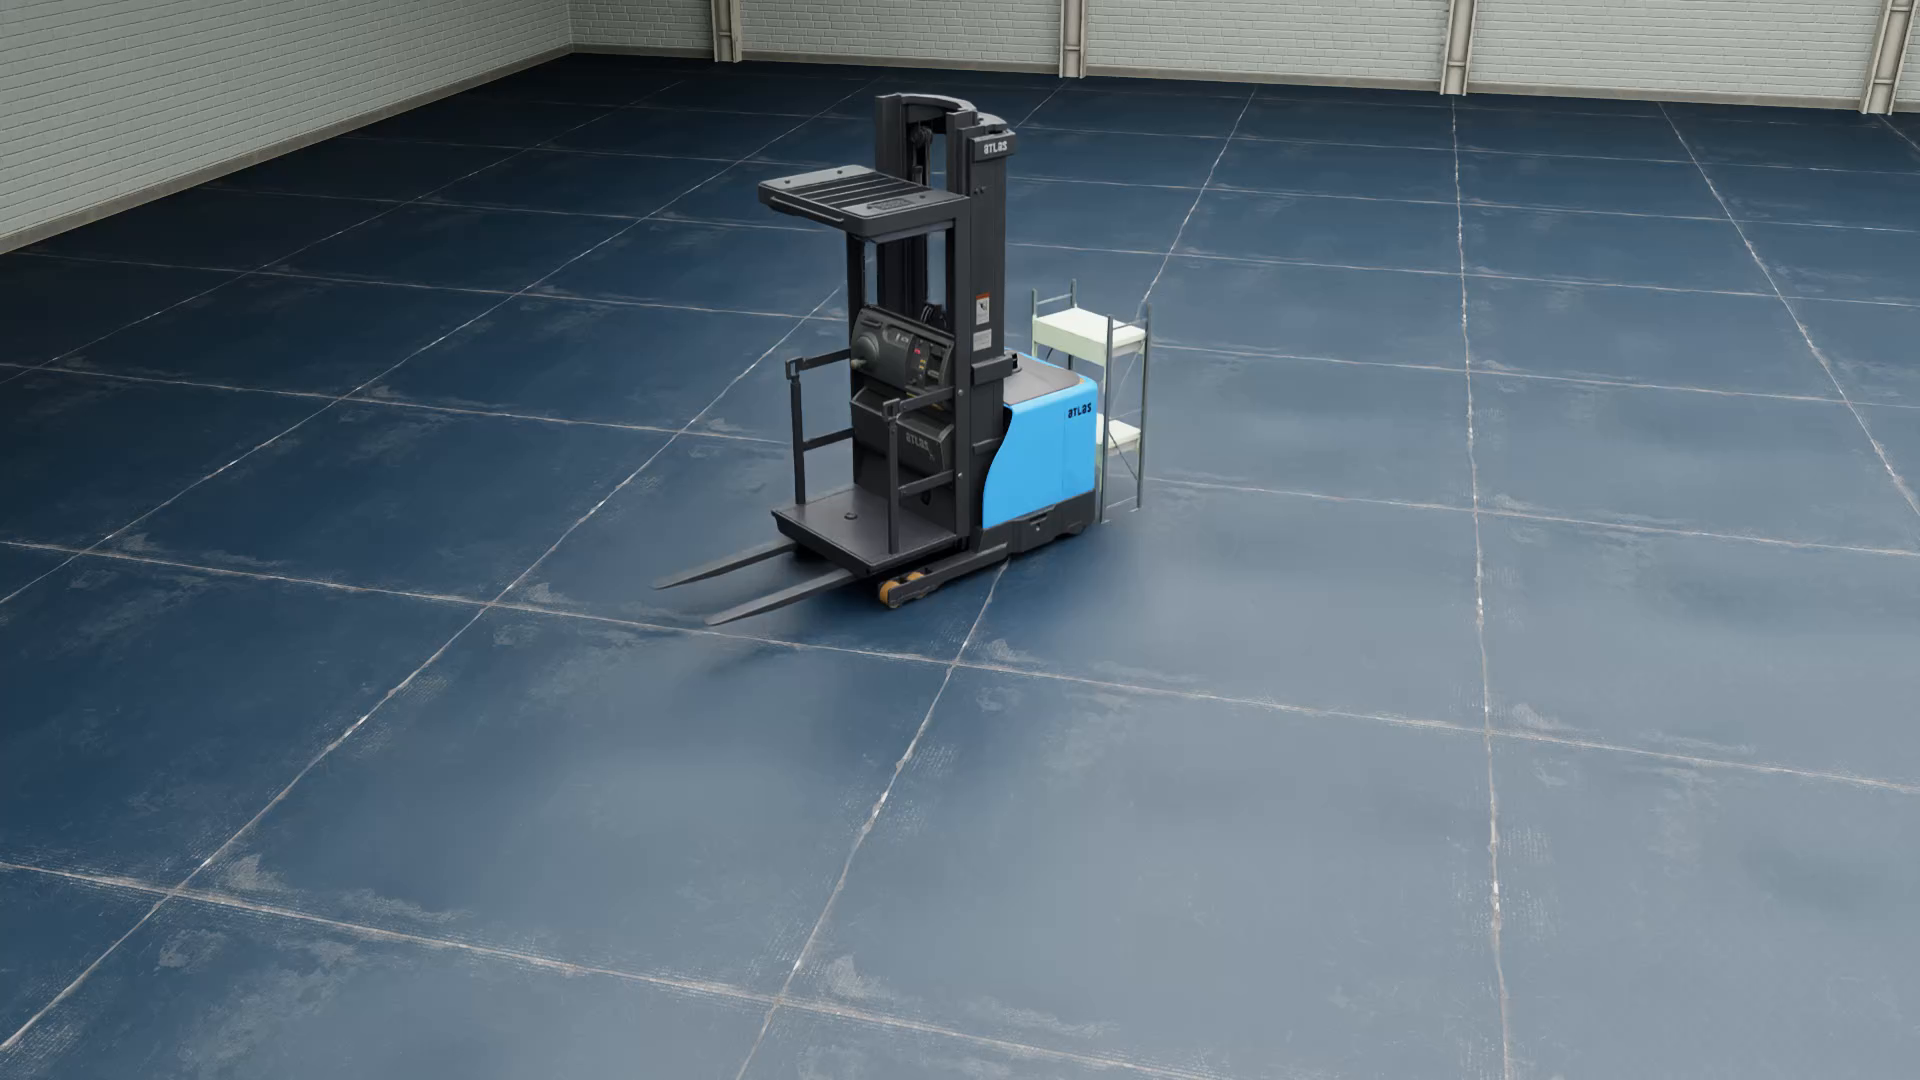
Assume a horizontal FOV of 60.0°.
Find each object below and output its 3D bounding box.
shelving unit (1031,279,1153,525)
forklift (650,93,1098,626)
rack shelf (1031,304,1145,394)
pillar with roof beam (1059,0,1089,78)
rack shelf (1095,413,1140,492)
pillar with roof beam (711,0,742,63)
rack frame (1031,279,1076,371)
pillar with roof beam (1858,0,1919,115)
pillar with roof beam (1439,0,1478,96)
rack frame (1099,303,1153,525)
[{"bbox_3d":[0.886,-0.963,11.528,0.431,1.500,0.755,-20,32,-36],"label":"shelving unit"},{"bbox_3d":[-0.525,-1.154,10.264,3.031,2.935,1.130,-20,32,-36],"label":"forklift"},{"bbox_3d":[0.886,-1.315,11.360,0.431,0.370,0.720,-20,32,-36],"label":"rack shelf"},{"bbox_3d":[0.768,-9.853,21.477,0.400,9.000,9.100,6,26,13],"label":"pillar with roof beam"},{"bbox_3d":[0.886,-0.669,11.668,0.431,0.370,0.720,-20,32,-36],"label":"rack shelf"},{"bbox_3d":[-5.043,-10.495,22.826,0.400,9.000,9.100,6,26,13],"label":"pillar with roof beam"},{"bbox_3d":[0.649,-1.083,11.780,0.400,1.500,0.023,-20,32,-36],"label":"rack frame"},{"bbox_3d":[12.390,-8.568,18.778,0.400,9.000,9.100,6,26,13],"label":"pillar with roof beam"},{"bbox_3d":[6.579,-9.210,20.128,0.400,9.000,9.100,6,26,13],"label":"pillar with roof beam"},{"bbox_3d":[1.122,-0.843,11.276,0.400,1.500,0.023,-20,32,-36],"label":"rack frame"}]
